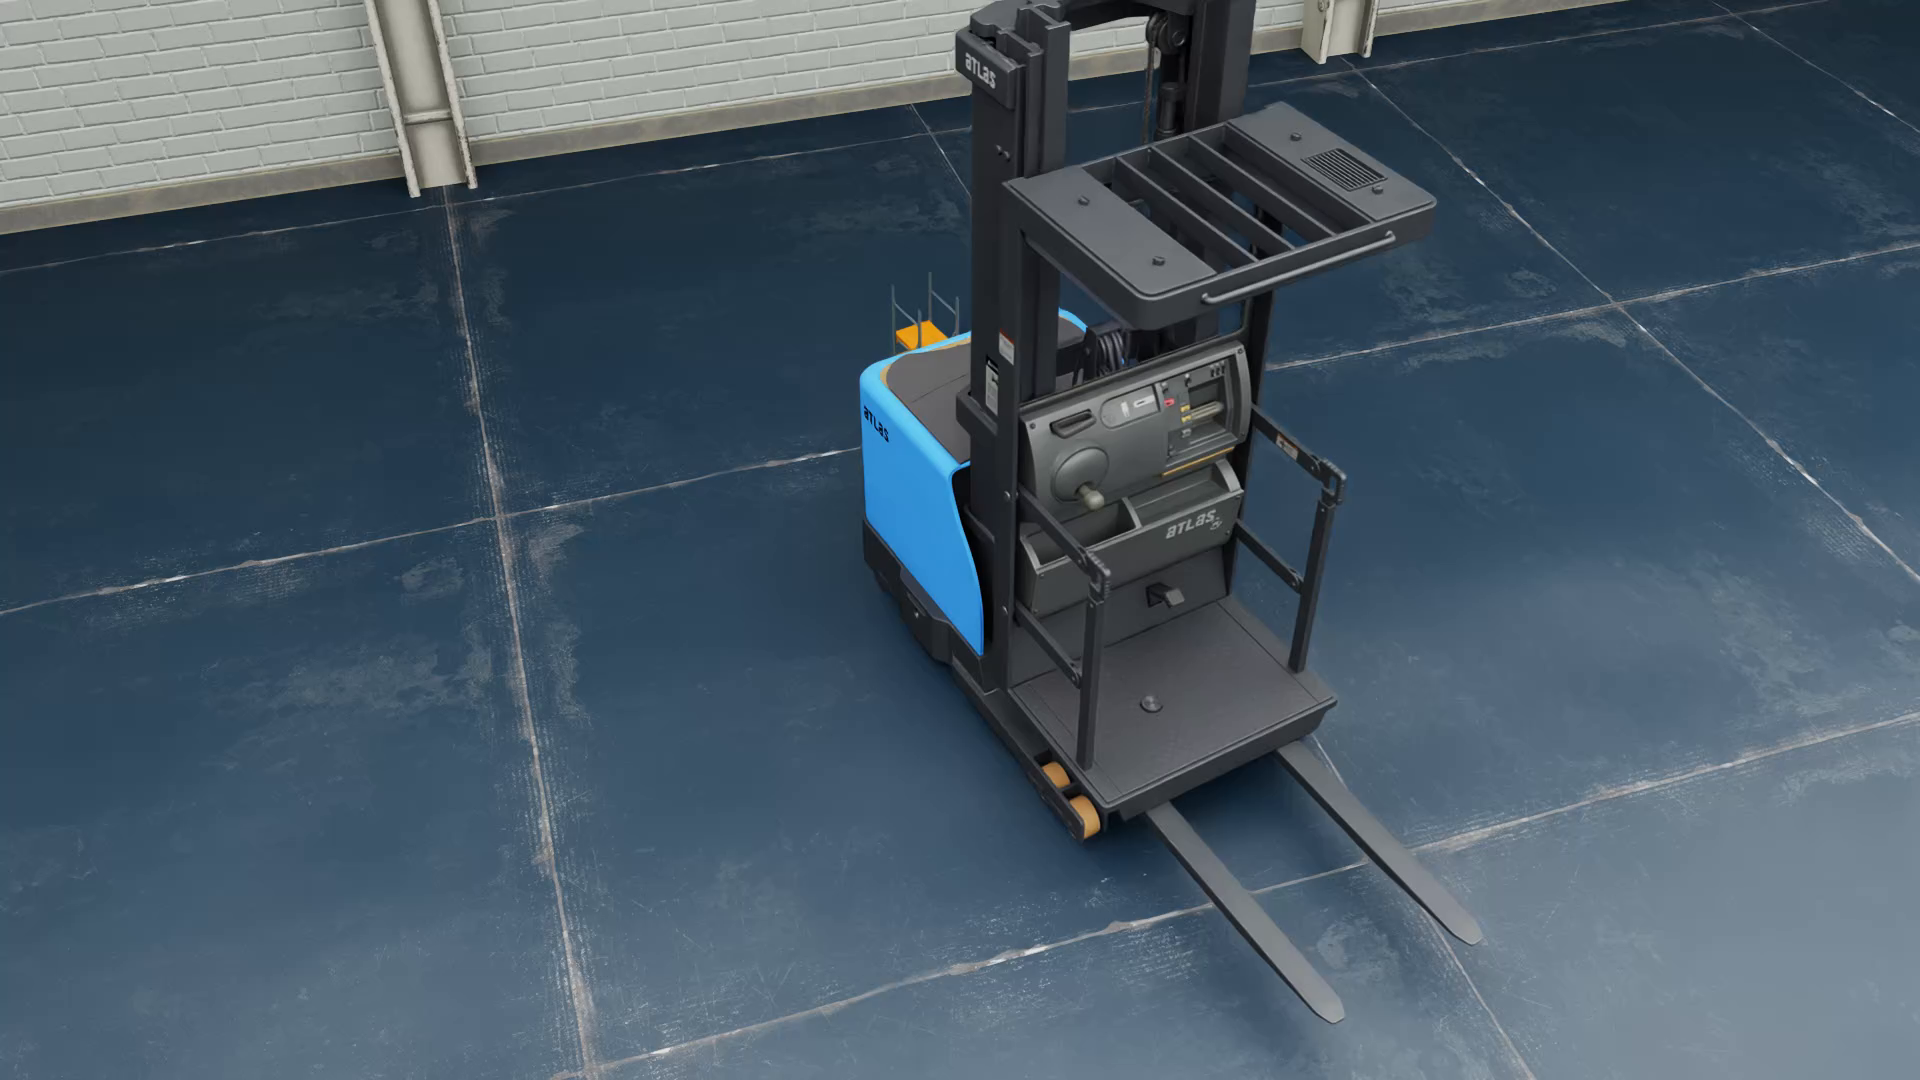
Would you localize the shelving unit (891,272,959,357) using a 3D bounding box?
[{"bbox_3d":[-0.147,-0.589,7.361,0.189,1.200,0.258,-22,46,-23],"label":"shelving unit"}]

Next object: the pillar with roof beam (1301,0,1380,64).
[{"bbox_3d":[3.873,-4.058,5.405,0.400,9.000,9.100,-12,42,-13],"label":"pillar with roof beam"}]

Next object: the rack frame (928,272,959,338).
[{"bbox_3d":[-0.069,-0.620,7.397,0.006,1.200,0.240,-22,46,-23],"label":"rack frame"}]

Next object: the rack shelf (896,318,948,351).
[{"bbox_3d":[-0.147,-0.826,7.154,0.180,0.103,0.258,-22,46,-23],"label":"rack shelf"}]

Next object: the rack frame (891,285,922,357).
[{"bbox_3d":[-0.225,-0.557,7.325,0.006,1.200,0.240,-22,46,-23],"label":"rack frame"}]

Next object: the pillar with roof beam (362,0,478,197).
[{"bbox_3d":[-1.850,-2.872,4.047,0.400,9.000,9.100,-12,42,-13],"label":"pillar with roof beam"}]

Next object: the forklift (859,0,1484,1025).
[{"bbox_3d":[0.748,-0.321,5.739,1.130,2.935,3.031,-21,45,-22],"label":"forklift"}]

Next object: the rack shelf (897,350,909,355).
[{"bbox_3d":[-0.147,-0.736,7.233,0.180,0.103,0.258,-22,46,-23],"label":"rack shelf"}]
